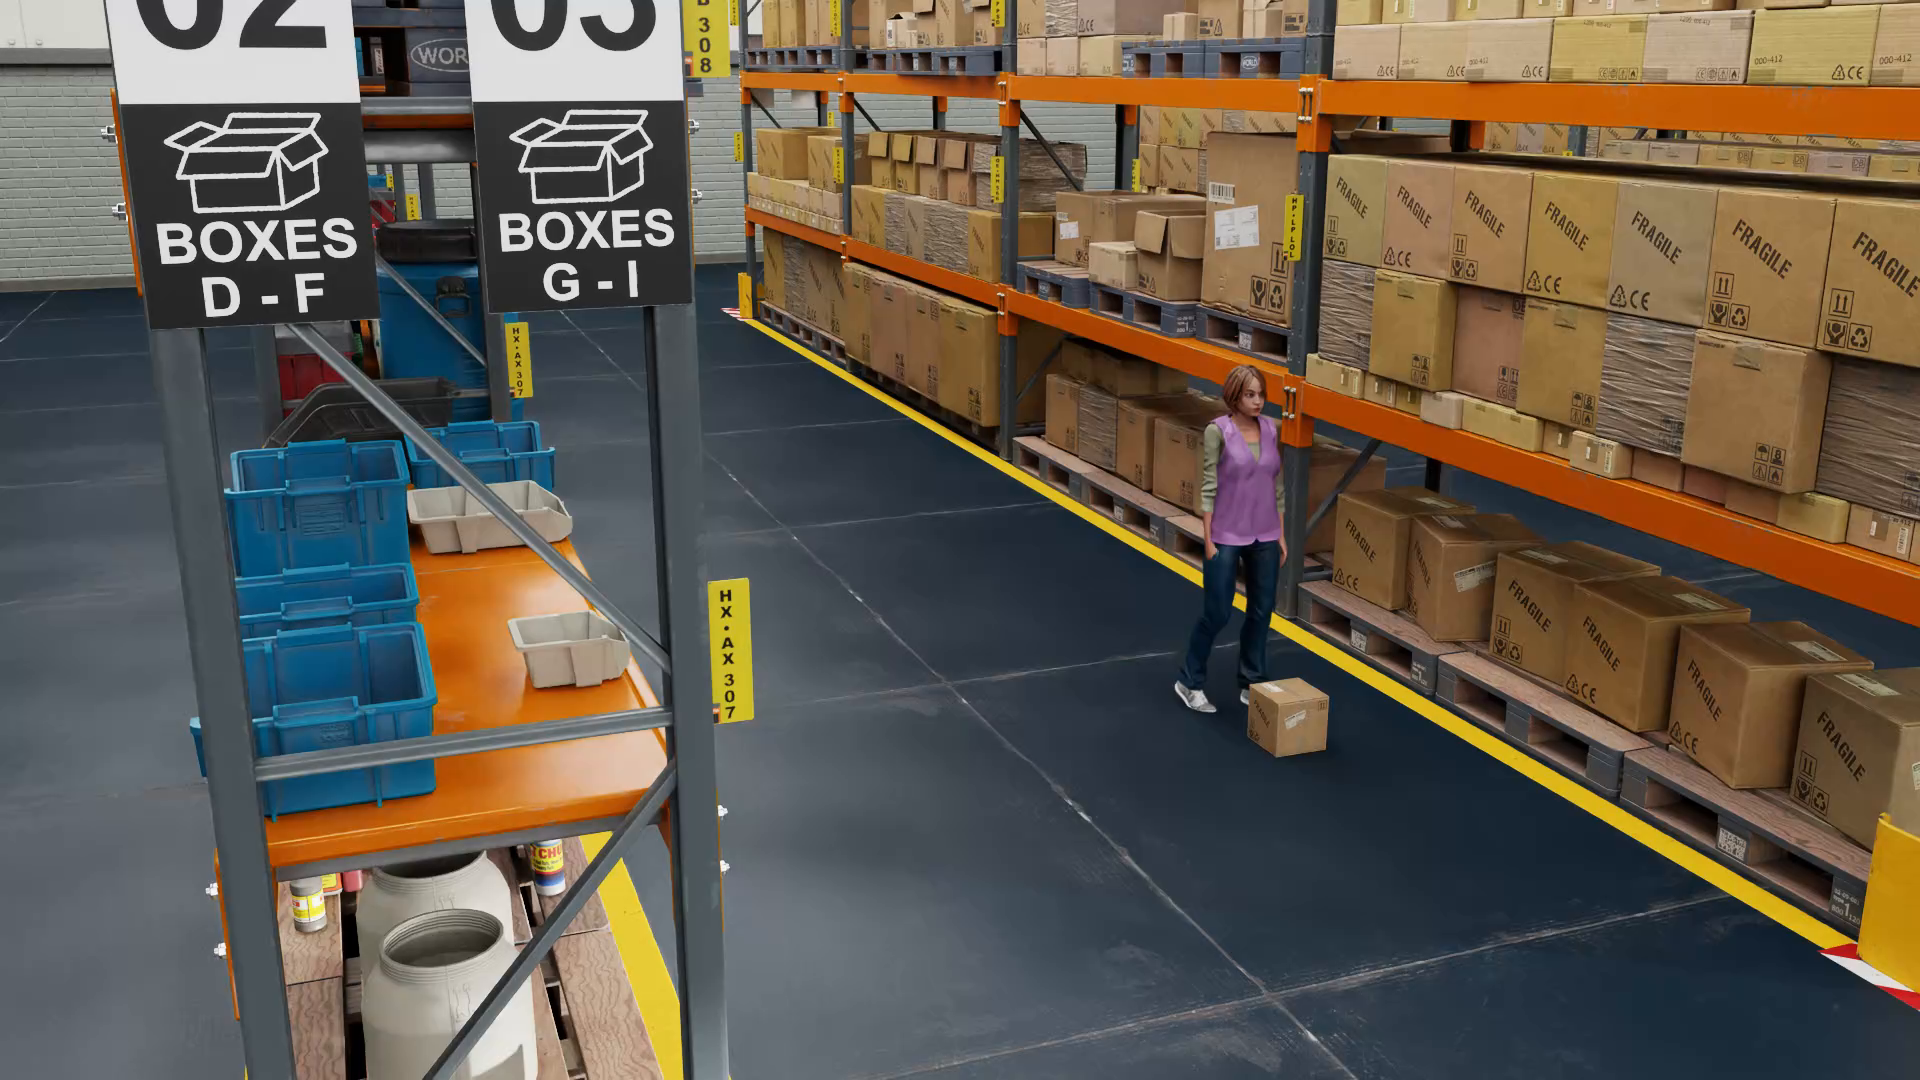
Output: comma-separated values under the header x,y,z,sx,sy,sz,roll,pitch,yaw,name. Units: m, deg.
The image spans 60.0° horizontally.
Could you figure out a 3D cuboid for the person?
x,y,z,sx,sy,sz,roll,pitch,yaw,name
1.288,0.021,7.536,0.406,1.630,0.324,-5,17,-19,person
